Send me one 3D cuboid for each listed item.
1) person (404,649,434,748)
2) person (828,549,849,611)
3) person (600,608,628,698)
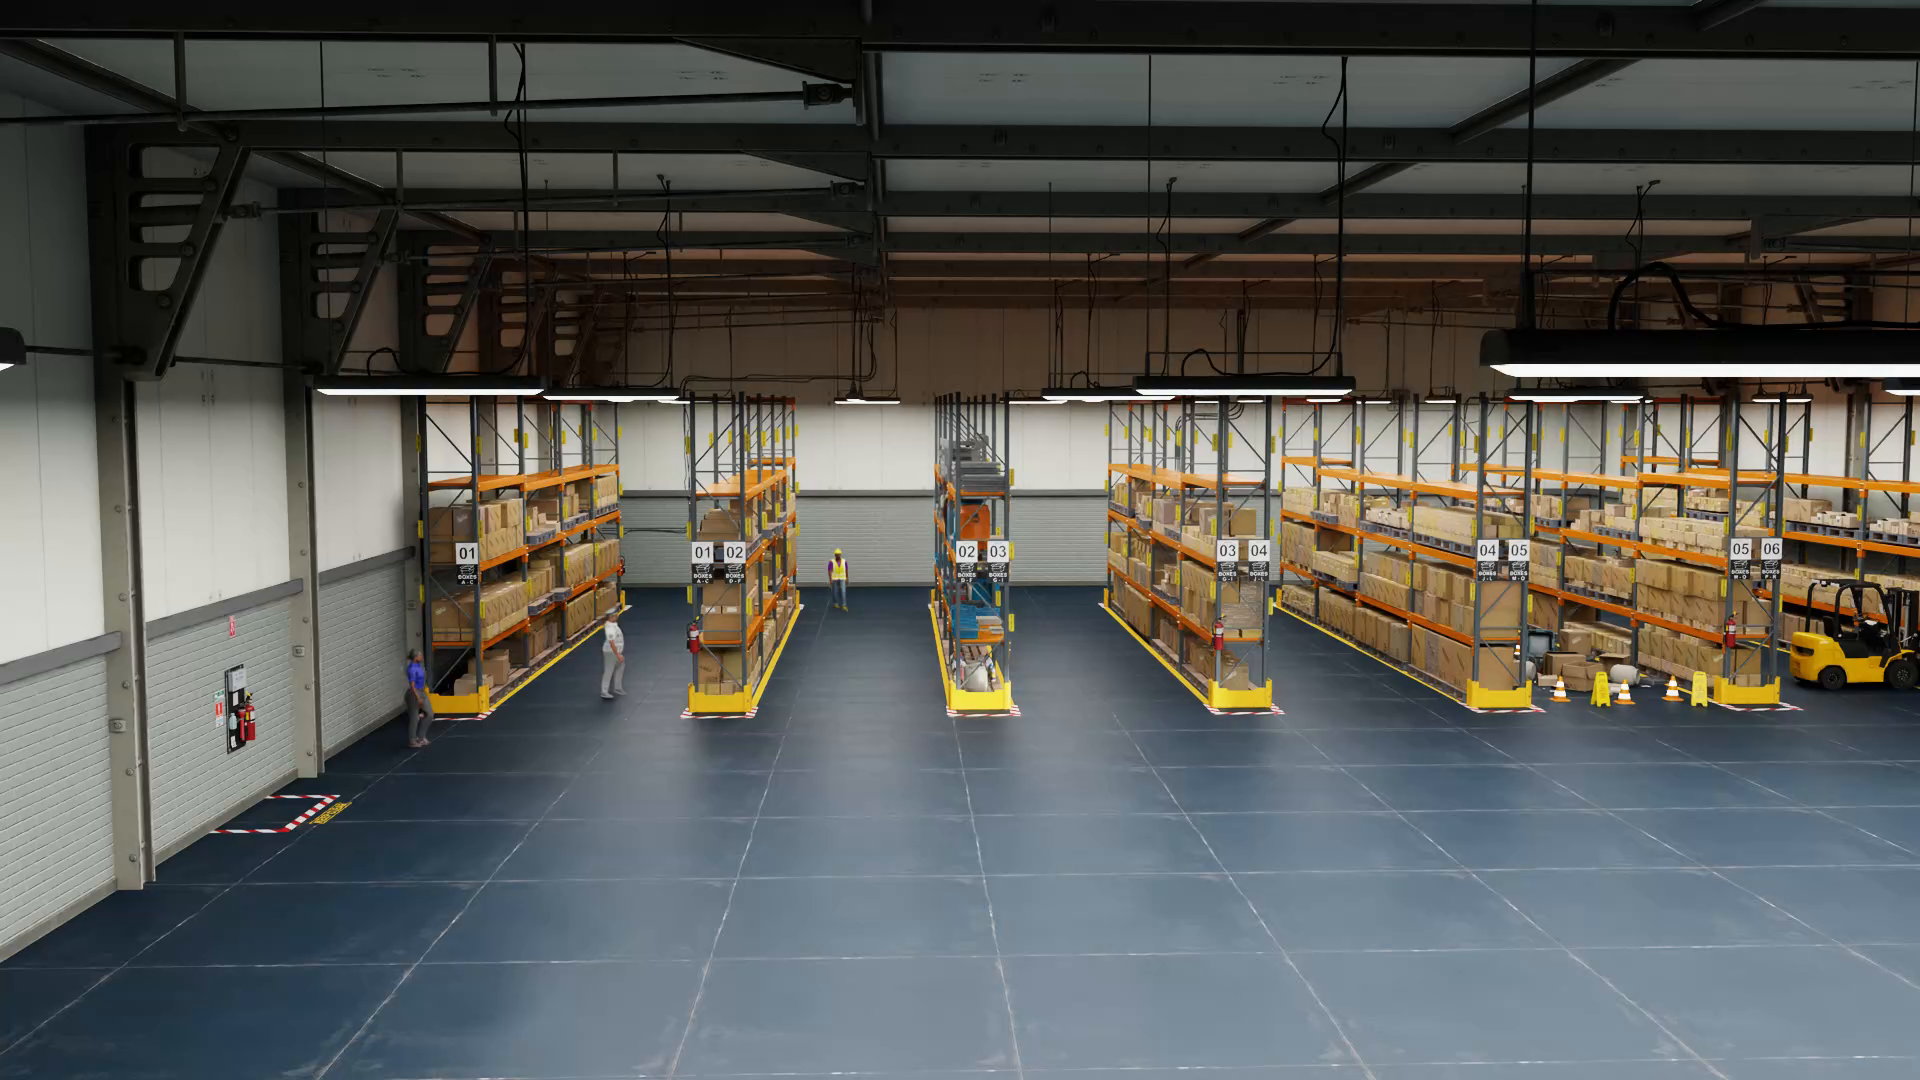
[{"bbox_3d":[-9.136,2.679,28.042,0.438,1.666,0.479,1,5,14],"label":"person"},{"bbox_3d":[-3.404,1.112,46.682,0.606,1.704,1.033,-1,5,-9],"label":"person"},{"bbox_3d":[-6.823,2.243,32.871,0.516,1.818,0.697,0,5,5],"label":"person"}]
